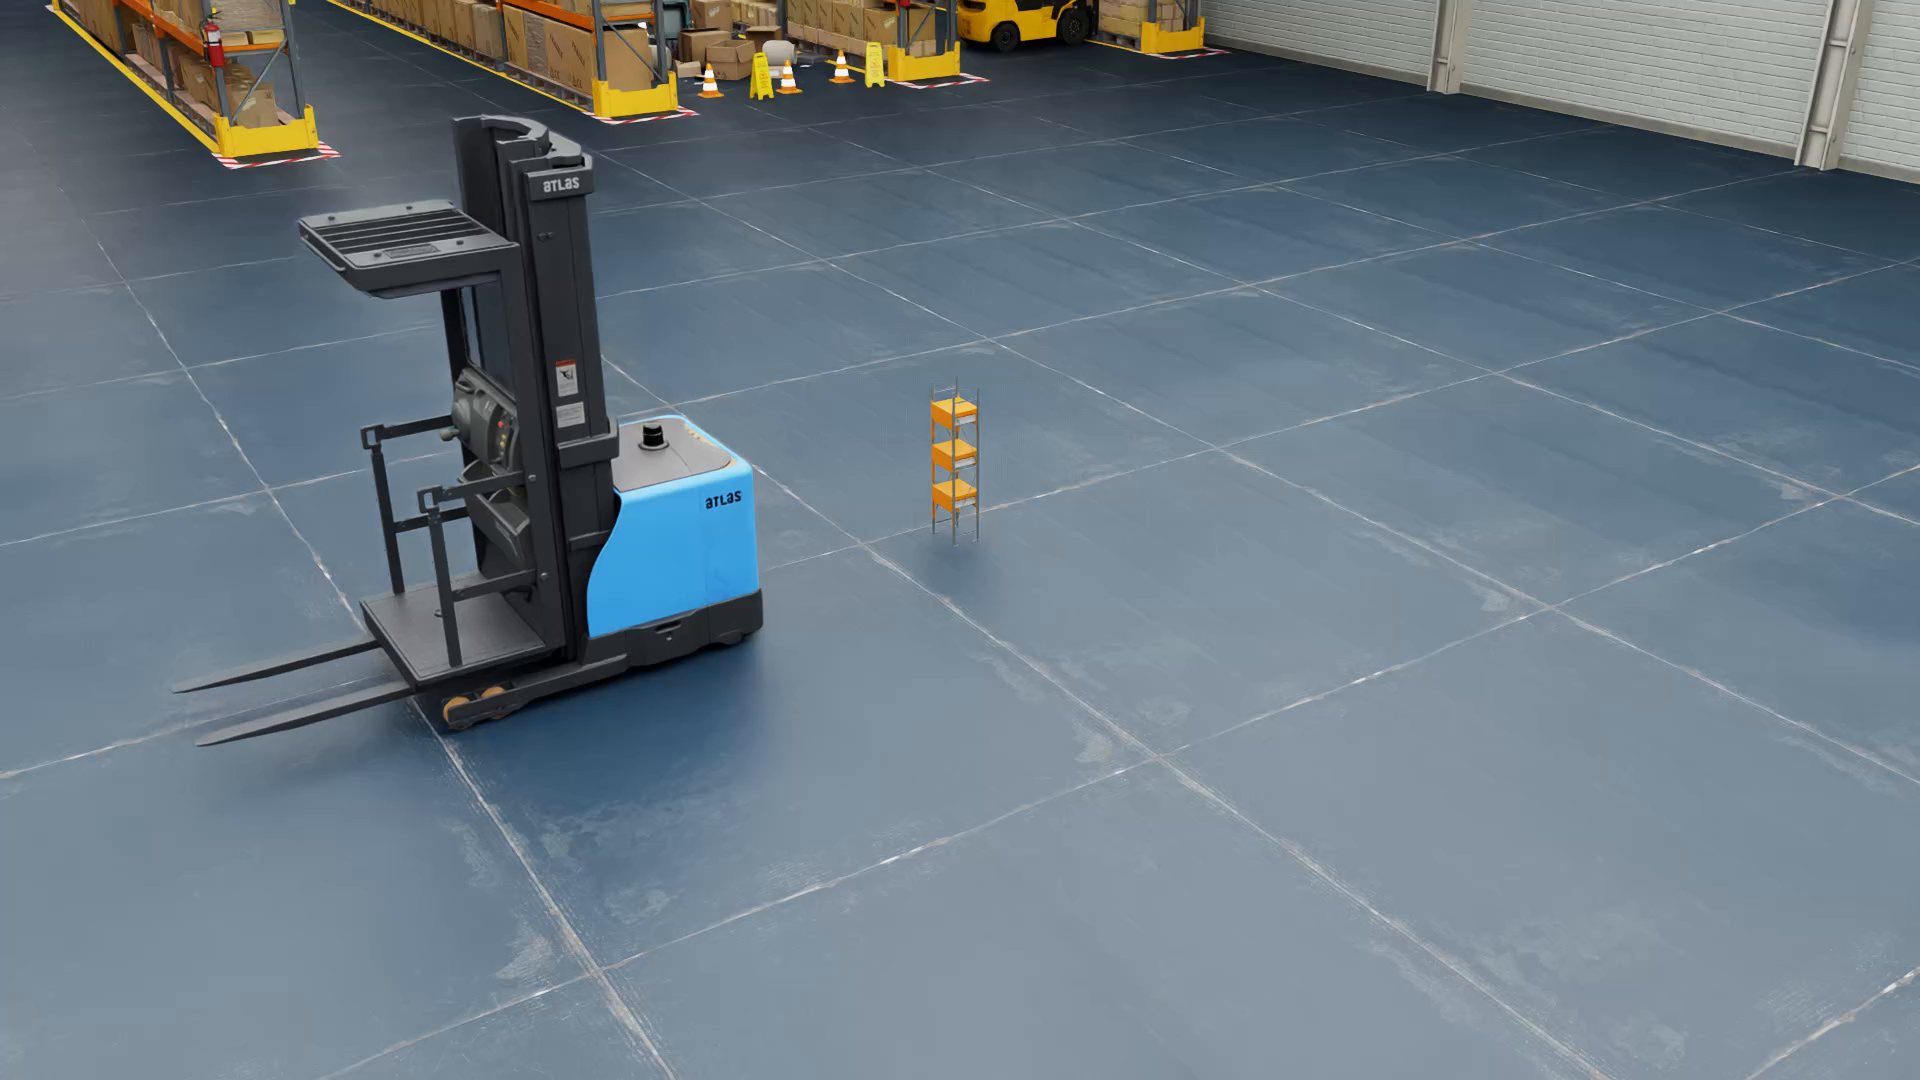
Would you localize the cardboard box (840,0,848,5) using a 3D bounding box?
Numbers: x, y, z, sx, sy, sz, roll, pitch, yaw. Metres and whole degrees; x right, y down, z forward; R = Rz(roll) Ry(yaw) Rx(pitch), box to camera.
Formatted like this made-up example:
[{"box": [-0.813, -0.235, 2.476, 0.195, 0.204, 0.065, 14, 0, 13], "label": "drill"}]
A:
[{"box": [-1.709, -8.753, 26.869, 0.380, 0.149, 0.250, -14, 29, -27], "label": "cardboard box"}]

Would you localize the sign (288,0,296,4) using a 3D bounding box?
[{"box": [-8.368, -6.856, 20.745, 0.100, 0.325, 0.005, -16, 29, -30], "label": "sign"}]

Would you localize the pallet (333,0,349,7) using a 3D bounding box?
[{"box": [-12.229, -11.158, 34.138, 1.003, 0.211, 1.213, -16, 29, -30], "label": "pallet"}]

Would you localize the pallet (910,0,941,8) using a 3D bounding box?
[{"box": [-0.313, -11.102, 34.021, 1.003, 0.211, 1.213, -16, 29, -30], "label": "pallet"}]

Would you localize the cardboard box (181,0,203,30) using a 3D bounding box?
[{"box": [-9.474, -6.872, 21.327, 0.875, 0.500, 0.500, -16, 29, -30], "label": "cardboard box"}]

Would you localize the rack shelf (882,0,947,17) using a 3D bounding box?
[{"box": [-1.612, -9.038, 27.223, 1.077, 0.370, 4.000, -16, 29, -30], "label": "rack shelf"}]

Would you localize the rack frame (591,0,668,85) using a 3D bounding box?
[{"box": [-4.612, -7.458, 23.034, 1.000, 3.000, 0.127, -16, 29, -30], "label": "rack frame"}]

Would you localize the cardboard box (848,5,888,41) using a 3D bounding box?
[{"box": [-1.463, -8.345, 26.764, 0.500, 0.500, 0.500, -14, 29, -28], "label": "cardboard box"}]

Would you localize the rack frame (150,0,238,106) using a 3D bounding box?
[{"box": [-11.006, -7.769, 23.693, 1.000, 3.000, 0.127, -16, 29, -30], "label": "rack frame"}]

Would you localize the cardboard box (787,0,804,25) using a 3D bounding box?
[{"box": [-2.607, -9.090, 28.342, 0.500, 0.500, 0.500, -14, 29, -27], "label": "cardboard box"}]

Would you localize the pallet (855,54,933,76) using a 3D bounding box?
[{"box": [-0.975, -7.713, 26.840, 1.003, 0.211, 1.213, -16, 29, -30], "label": "pallet"}]

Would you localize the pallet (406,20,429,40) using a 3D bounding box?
[{"box": [-9.404, -9.338, 30.284, 1.003, 0.211, 1.213, -16, 29, -30], "label": "pallet"}]

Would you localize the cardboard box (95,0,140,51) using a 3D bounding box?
[{"box": [-13.549, -8.680, 27.621, 1.225, 0.875, 0.875, -17, 30, -32], "label": "cardboard box"}]

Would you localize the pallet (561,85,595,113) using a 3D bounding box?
[{"box": [-5.114, -6.465, 24.197, 1.003, 0.211, 1.213, -16, 29, -30], "label": "pallet"}]

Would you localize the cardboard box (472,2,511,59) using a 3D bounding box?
[{"box": [-7.210, -8.262, 26.881, 1.050, 0.750, 0.750, -16, 29, -30], "label": "cardboard box"}]

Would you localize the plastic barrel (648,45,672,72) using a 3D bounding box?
[{"box": [-4.891, -7.675, 26.513, 0.512, 0.421, 0.421, 3, 25, 6], "label": "plastic barrel"}]

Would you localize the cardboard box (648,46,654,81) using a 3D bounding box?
[{"box": [-5.088, -7.443, 25.928, 0.500, 0.500, 0.500, -10, 27, -21], "label": "cardboard box"}]

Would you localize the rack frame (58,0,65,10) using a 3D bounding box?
[{"box": [-17.557, -12.061, 32.785, 1.000, 3.000, 0.127, -16, 29, -30], "label": "rack frame"}]

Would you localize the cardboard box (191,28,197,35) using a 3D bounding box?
[{"box": [-9.847, -6.722, 21.769, 0.380, 0.149, 0.250, -16, 29, -30], "label": "cardboard box"}]

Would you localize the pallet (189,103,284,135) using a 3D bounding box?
[{"box": [-9.940, -5.839, 22.871, 1.003, 0.211, 1.213, -16, 29, -30], "label": "pallet"}]

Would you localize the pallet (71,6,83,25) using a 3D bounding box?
[{"box": [-16.393, -10.096, 31.890, 1.003, 0.211, 1.213, -16, 29, -30], "label": "pallet"}]

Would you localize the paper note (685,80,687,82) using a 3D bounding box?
[{"box": [-4.260, -7.142, 25.867, 0.032, 0.001, 0.123, -1, 25, -3], "label": "paper note"}]

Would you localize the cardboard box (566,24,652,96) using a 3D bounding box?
[{"box": [-5.037, -6.914, 23.879, 0.875, 0.875, 0.875, -15, 29, -29], "label": "cardboard box"}]

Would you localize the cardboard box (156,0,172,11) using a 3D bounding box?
[{"box": [-10.569, -7.586, 22.840, 0.875, 0.500, 0.500, -16, 29, -30], "label": "cardboard box"}]

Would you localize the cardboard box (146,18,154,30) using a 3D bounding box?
[{"box": [-12.501, -8.187, 26.113, 0.500, 0.250, 0.500, -12, 28, -24], "label": "cardboard box"}]

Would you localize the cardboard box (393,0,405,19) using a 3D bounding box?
[{"box": [-10.140, -9.925, 30.697, 0.500, 0.500, 0.500, -17, 30, -32], "label": "cardboard box"}]

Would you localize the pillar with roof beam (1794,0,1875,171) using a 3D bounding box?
[{"box": [6.956, -7.682, 16.482, 9.100, 9.000, 0.400, -16, 29, -30], "label": "pillar with roof beam"}]

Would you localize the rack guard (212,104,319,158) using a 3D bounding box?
[{"box": [-8.864, -5.235, 21.253, 1.175, 0.500, 0.348, -16, 29, -30], "label": "rack guard"}]

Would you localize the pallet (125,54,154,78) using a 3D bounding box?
[{"box": [-12.765, -7.659, 26.726, 1.003, 0.211, 1.213, -16, 29, -30], "label": "pallet"}]

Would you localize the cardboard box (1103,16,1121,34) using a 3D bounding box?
[{"box": [2.852, -9.027, 29.086, 0.500, 0.250, 0.500, -16, 29, -30], "label": "cardboard box"}]

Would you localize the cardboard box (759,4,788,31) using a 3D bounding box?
[{"box": [-2.992, -9.267, 29.453, 0.950, 0.372, 0.625, -15, 29, -29], "label": "cardboard box"}]

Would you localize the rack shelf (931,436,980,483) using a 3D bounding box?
[{"box": [-0.029, -0.484, 10.571, 0.215, 0.259, 0.240, -16, 29, -30], "label": "rack shelf"}]

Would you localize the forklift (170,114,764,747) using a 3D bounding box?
[{"box": [-2.641, -0.595, 8.576, 3.031, 2.935, 1.130, -16, 29, -30], "label": "forklift"}]

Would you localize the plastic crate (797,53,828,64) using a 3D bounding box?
[{"box": [-2.533, -8.005, 27.614, 0.583, 0.080, 0.402, 18, 31, 33], "label": "plastic crate"}]

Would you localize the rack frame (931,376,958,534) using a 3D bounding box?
[{"box": [-0.096, -0.538, 10.659, 0.200, 1.050, 0.008, -16, 29, -30], "label": "rack frame"}]

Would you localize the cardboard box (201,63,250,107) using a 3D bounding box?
[{"box": [-10.098, -6.269, 22.952, 0.500, 0.500, 0.500, -19, 31, -34], "label": "cardboard box"}]

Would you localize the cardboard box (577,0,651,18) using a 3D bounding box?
[{"box": [-4.852, -7.648, 23.261, 0.875, 0.550, 0.550, -16, 29, -30], "label": "cardboard box"}]

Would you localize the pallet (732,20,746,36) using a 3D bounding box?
[{"box": [-3.800, -9.532, 30.695, 1.003, 0.211, 1.213, -16, 29, -30], "label": "pallet"}]

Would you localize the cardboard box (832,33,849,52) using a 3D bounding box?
[{"box": [-1.753, -8.193, 27.321, 0.500, 0.250, 0.500, -17, 30, -31], "label": "cardboard box"}]

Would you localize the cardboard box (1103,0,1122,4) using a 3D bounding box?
[{"box": [2.841, -9.478, 28.870, 0.500, 0.250, 0.500, -15, 29, -29], "label": "cardboard box"}]

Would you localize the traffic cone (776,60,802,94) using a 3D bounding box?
[{"box": [-2.580, -6.973, 24.979, 0.336, 0.463, 0.334, -16, 29, -30], "label": "traffic cone"}]

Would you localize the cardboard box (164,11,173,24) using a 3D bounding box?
[{"box": [-10.609, -7.147, 22.669, 0.380, 0.149, 0.250, -16, 29, -30], "label": "cardboard box"}]

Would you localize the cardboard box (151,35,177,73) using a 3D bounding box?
[{"box": [-11.874, -7.437, 25.403, 0.700, 0.500, 0.500, -18, 31, -34], "label": "cardboard box"}]

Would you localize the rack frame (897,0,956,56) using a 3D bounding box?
[{"box": [-0.520, -8.648, 25.554, 1.000, 3.000, 0.127, -16, 29, -30], "label": "rack frame"}]

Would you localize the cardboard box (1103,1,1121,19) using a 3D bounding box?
[{"box": [2.845, -9.261, 28.998, 0.500, 0.250, 0.500, -16, 30, -30], "label": "cardboard box"}]

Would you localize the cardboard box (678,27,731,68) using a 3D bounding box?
[{"box": [-4.117, -7.951, 26.844, 0.797, 0.637, 0.503, -16, 29, -30], "label": "cardboard box"}]

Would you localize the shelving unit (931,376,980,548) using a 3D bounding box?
[{"box": [-0.029, -0.494, 10.566, 0.215, 1.050, 0.252, -16, 29, -30], "label": "shelving unit"}]
